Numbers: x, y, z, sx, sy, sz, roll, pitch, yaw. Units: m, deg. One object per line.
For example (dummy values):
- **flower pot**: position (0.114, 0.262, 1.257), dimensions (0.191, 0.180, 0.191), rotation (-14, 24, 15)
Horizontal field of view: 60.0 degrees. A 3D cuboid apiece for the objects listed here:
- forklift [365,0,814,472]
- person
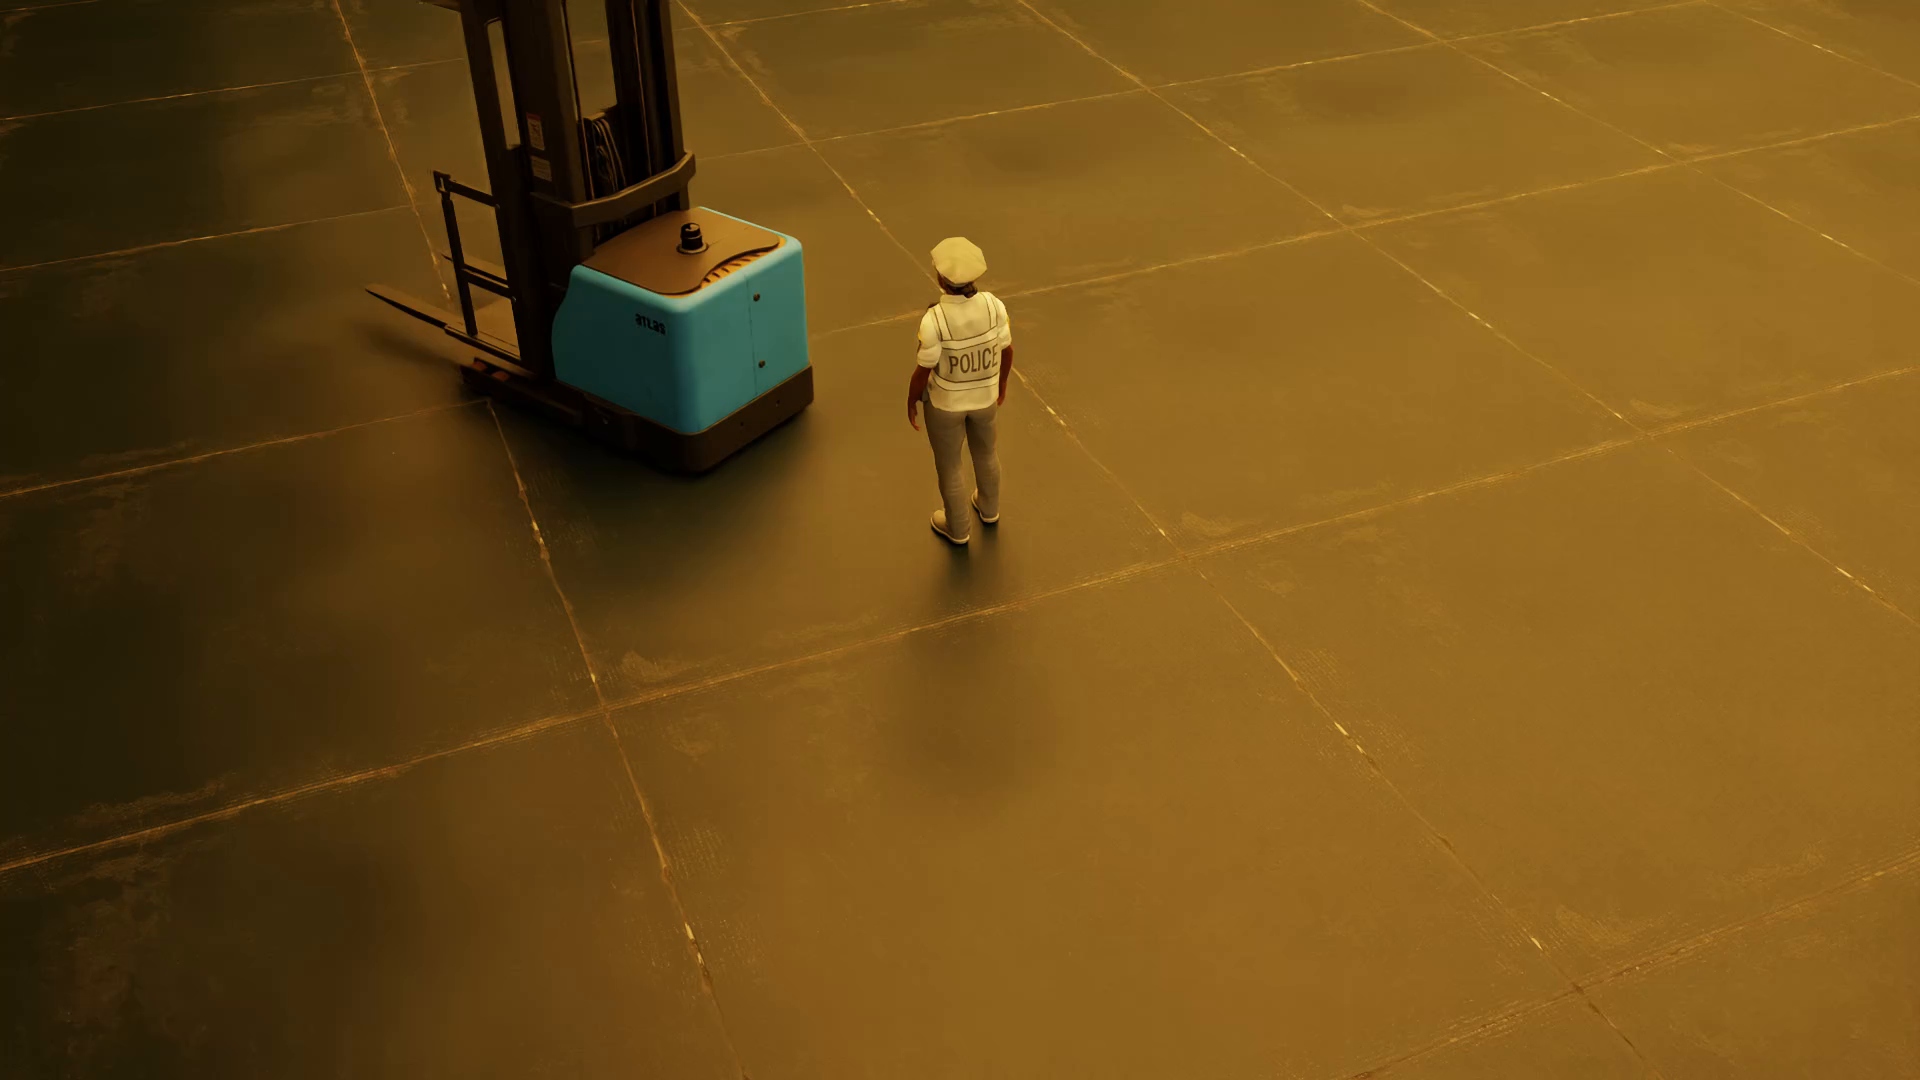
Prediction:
- **forklift**: position (-2.337, -2.243, 9.253), dimensions (3.031, 2.935, 1.130), rotation (23, 41, 29)
- **person**: position (-0.011, -0.741, 8.195), dimensions (0.570, 1.695, 0.530), rotation (-14, 38, -19)
